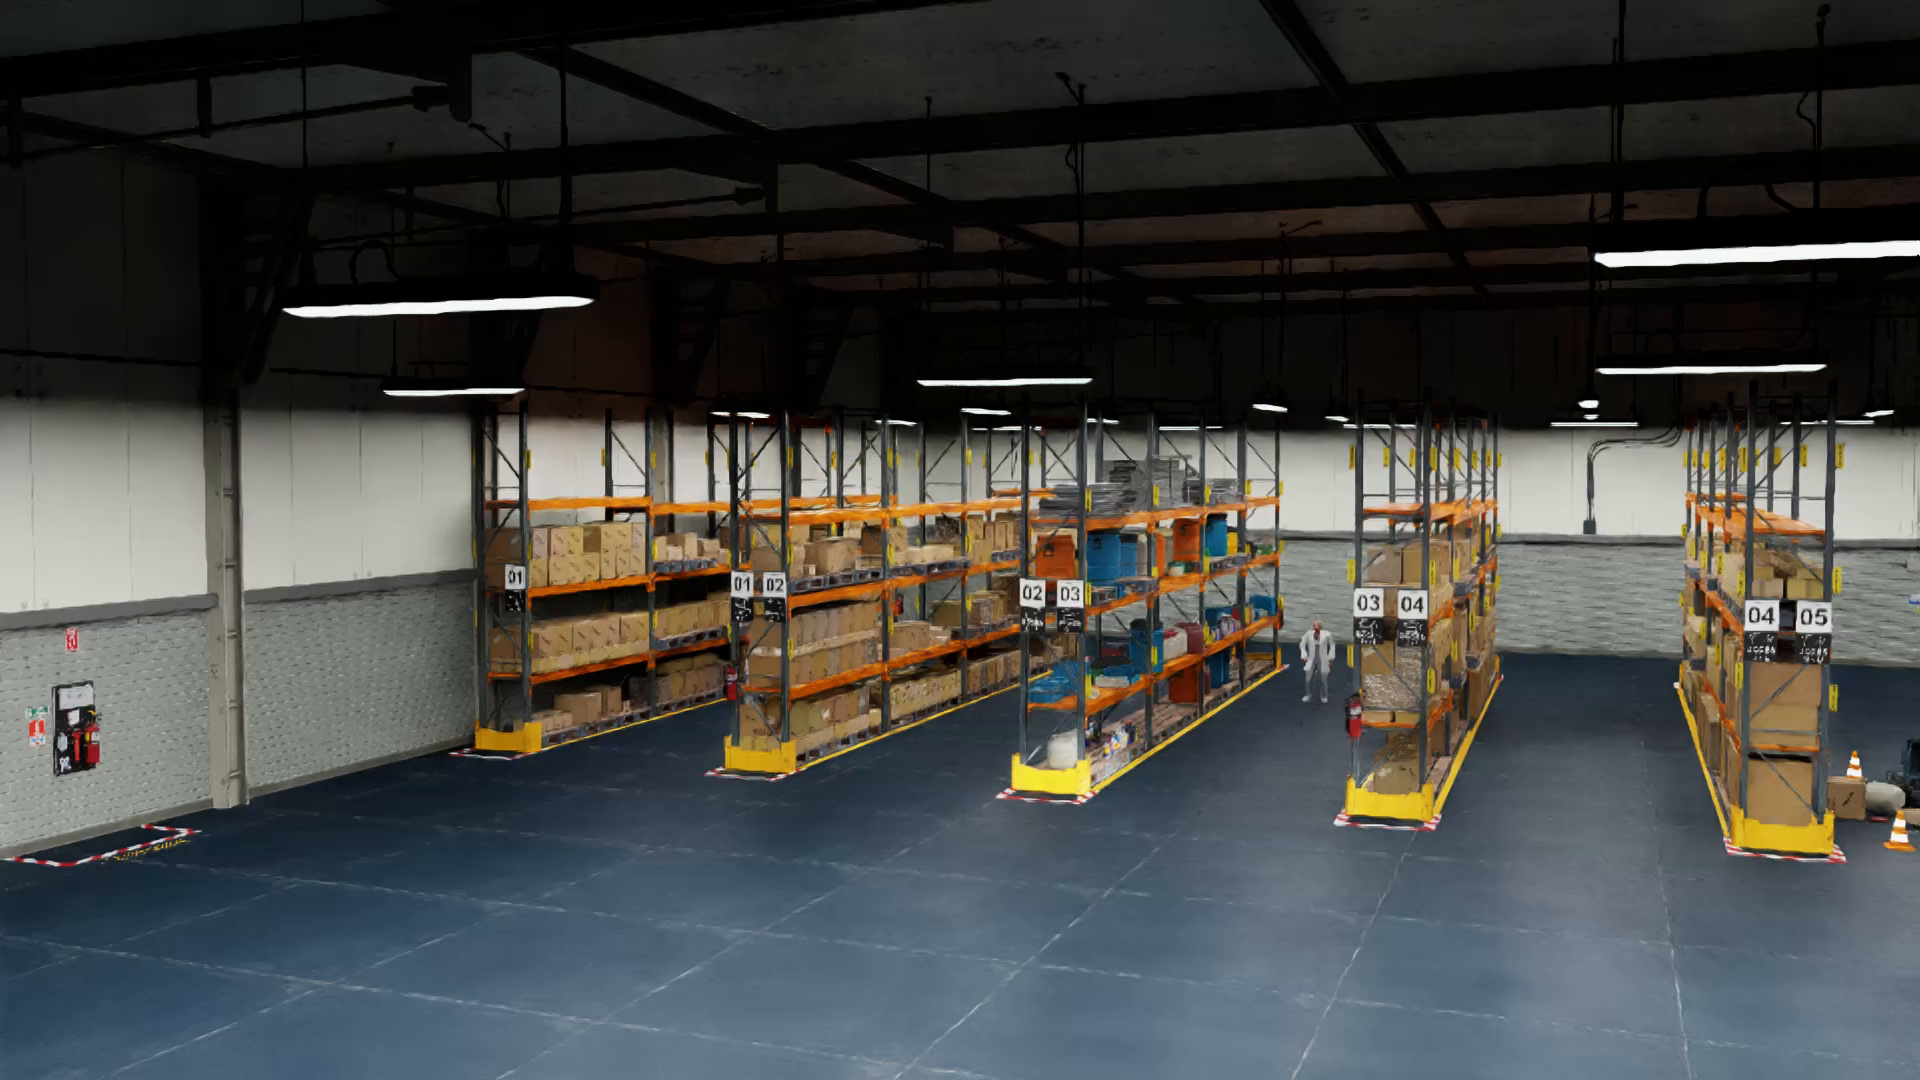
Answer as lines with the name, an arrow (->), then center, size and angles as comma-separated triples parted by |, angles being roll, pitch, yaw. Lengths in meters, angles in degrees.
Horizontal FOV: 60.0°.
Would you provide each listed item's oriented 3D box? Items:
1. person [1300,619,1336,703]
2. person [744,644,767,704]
person -> 7.351, 2.528, 34.204 | 0.729, 1.631, 0.546 | 1, 3, 19
person -> -3.747, 2.694, 30.565 | 0.502, 1.625, 0.997 | 1, 3, 20
